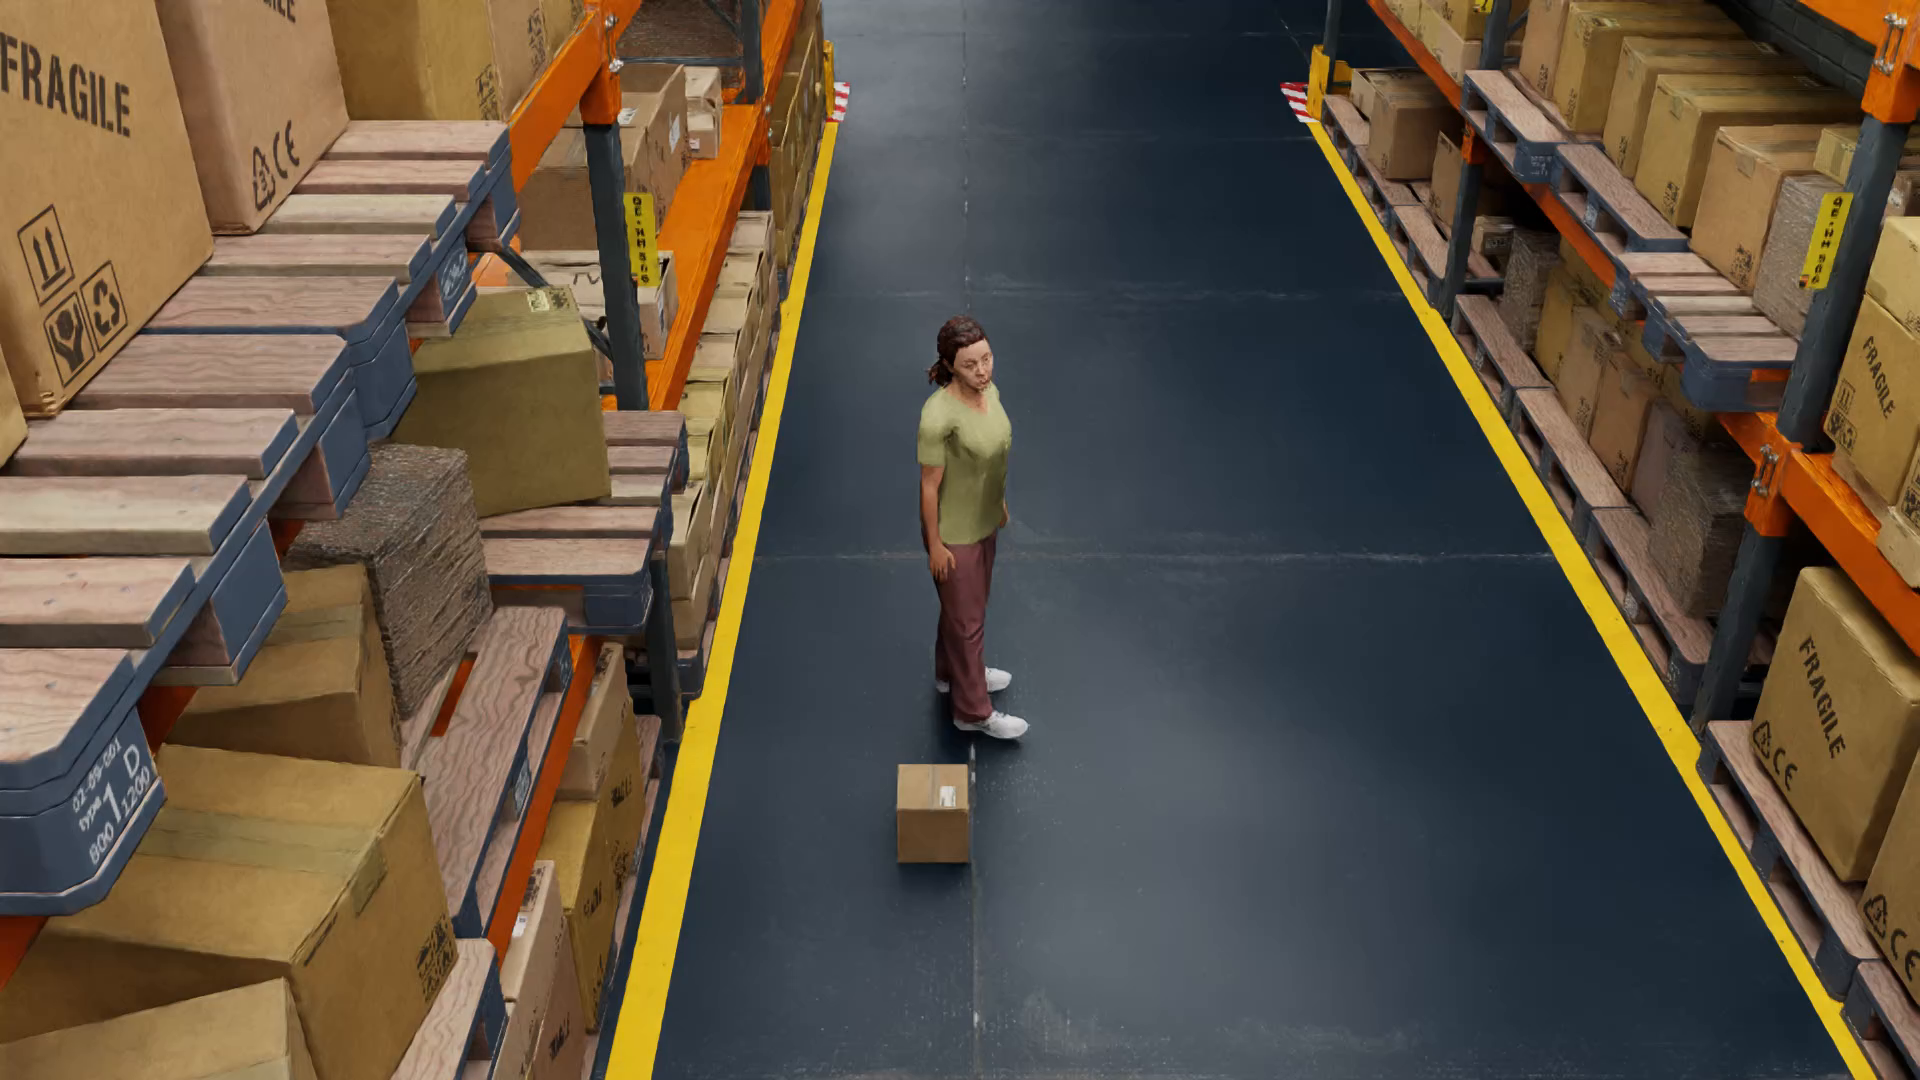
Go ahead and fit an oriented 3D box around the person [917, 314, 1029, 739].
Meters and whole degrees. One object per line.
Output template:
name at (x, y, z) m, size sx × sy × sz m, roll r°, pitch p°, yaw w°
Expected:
person at (0.093, 0.064, 6.230) m, size 0.492 × 1.426 × 0.532 m, roll 16°, pitch 35°, yaw 24°
